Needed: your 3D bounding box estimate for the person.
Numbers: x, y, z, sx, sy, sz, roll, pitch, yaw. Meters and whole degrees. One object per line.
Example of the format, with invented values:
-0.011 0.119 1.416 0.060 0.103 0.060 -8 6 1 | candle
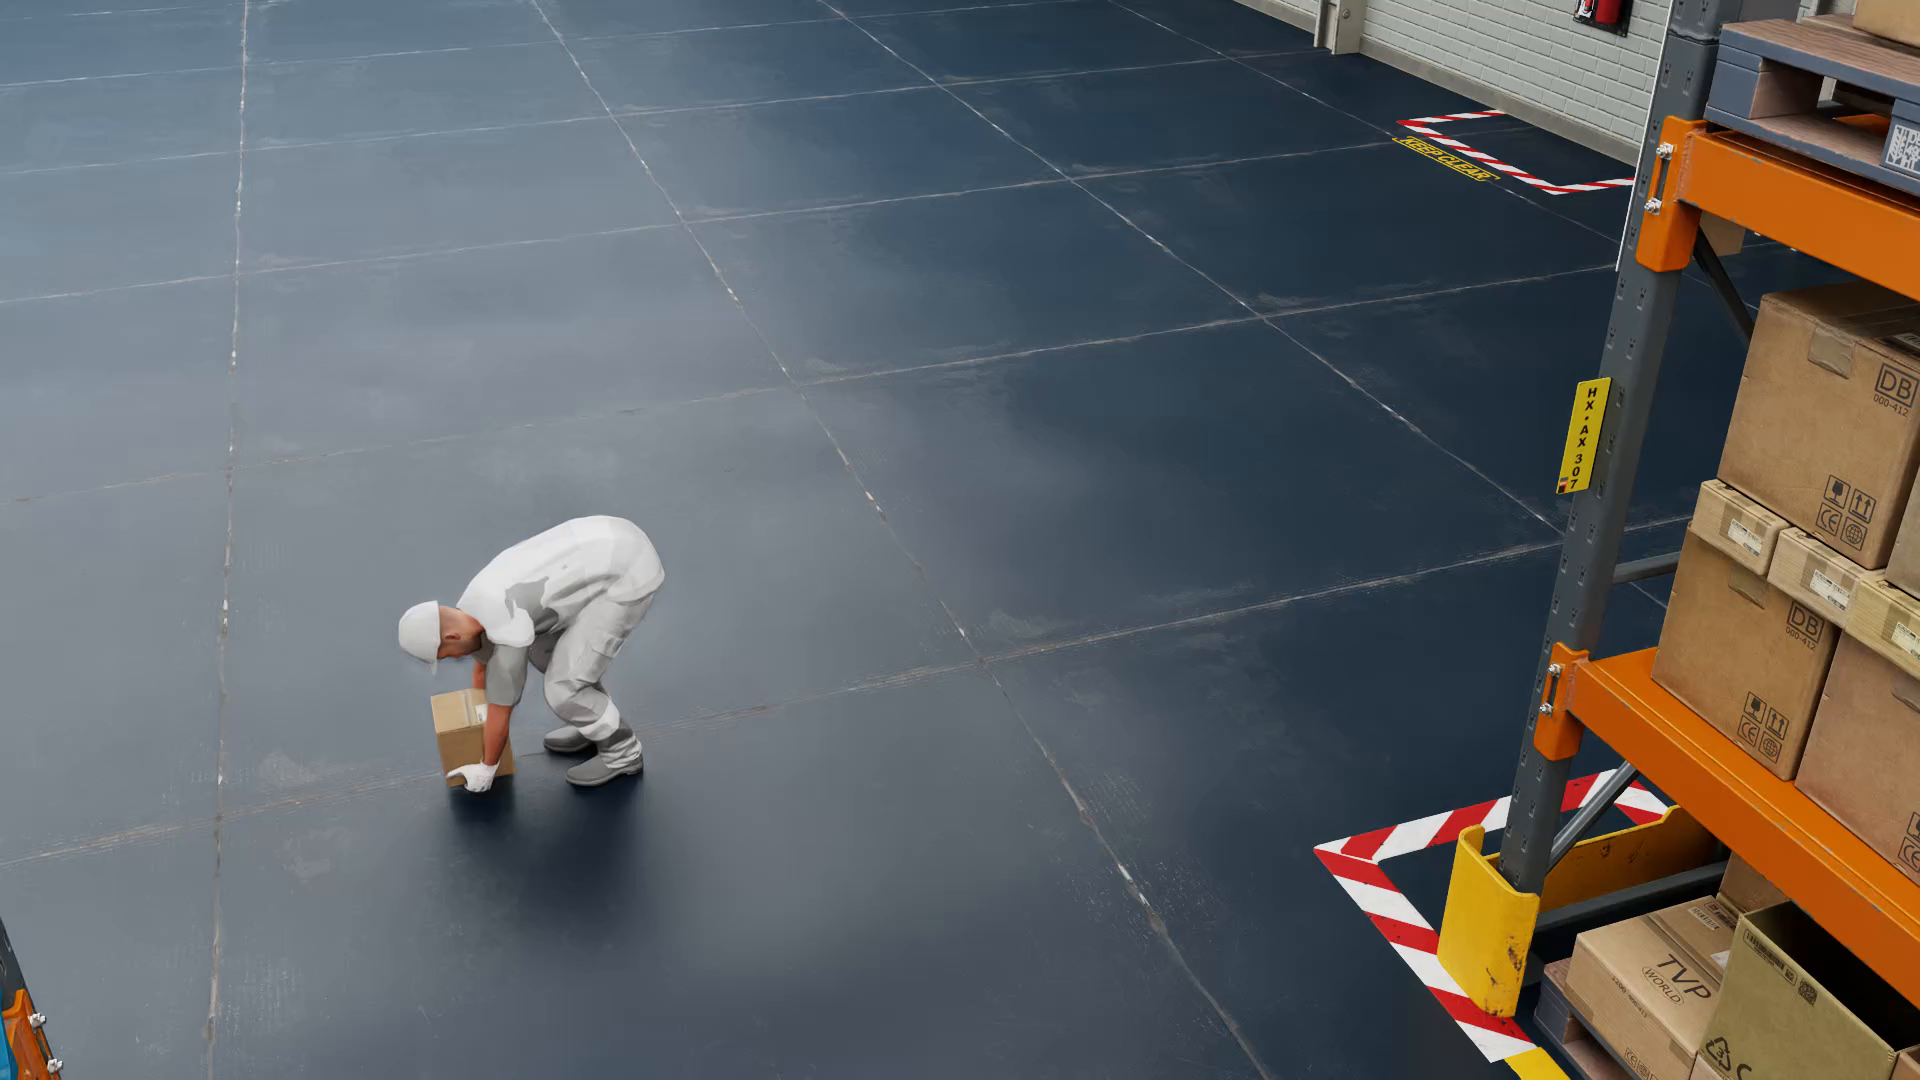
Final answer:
-1.545 0.436 6.132 0.950 0.997 0.524 -12 32 -20 | person
